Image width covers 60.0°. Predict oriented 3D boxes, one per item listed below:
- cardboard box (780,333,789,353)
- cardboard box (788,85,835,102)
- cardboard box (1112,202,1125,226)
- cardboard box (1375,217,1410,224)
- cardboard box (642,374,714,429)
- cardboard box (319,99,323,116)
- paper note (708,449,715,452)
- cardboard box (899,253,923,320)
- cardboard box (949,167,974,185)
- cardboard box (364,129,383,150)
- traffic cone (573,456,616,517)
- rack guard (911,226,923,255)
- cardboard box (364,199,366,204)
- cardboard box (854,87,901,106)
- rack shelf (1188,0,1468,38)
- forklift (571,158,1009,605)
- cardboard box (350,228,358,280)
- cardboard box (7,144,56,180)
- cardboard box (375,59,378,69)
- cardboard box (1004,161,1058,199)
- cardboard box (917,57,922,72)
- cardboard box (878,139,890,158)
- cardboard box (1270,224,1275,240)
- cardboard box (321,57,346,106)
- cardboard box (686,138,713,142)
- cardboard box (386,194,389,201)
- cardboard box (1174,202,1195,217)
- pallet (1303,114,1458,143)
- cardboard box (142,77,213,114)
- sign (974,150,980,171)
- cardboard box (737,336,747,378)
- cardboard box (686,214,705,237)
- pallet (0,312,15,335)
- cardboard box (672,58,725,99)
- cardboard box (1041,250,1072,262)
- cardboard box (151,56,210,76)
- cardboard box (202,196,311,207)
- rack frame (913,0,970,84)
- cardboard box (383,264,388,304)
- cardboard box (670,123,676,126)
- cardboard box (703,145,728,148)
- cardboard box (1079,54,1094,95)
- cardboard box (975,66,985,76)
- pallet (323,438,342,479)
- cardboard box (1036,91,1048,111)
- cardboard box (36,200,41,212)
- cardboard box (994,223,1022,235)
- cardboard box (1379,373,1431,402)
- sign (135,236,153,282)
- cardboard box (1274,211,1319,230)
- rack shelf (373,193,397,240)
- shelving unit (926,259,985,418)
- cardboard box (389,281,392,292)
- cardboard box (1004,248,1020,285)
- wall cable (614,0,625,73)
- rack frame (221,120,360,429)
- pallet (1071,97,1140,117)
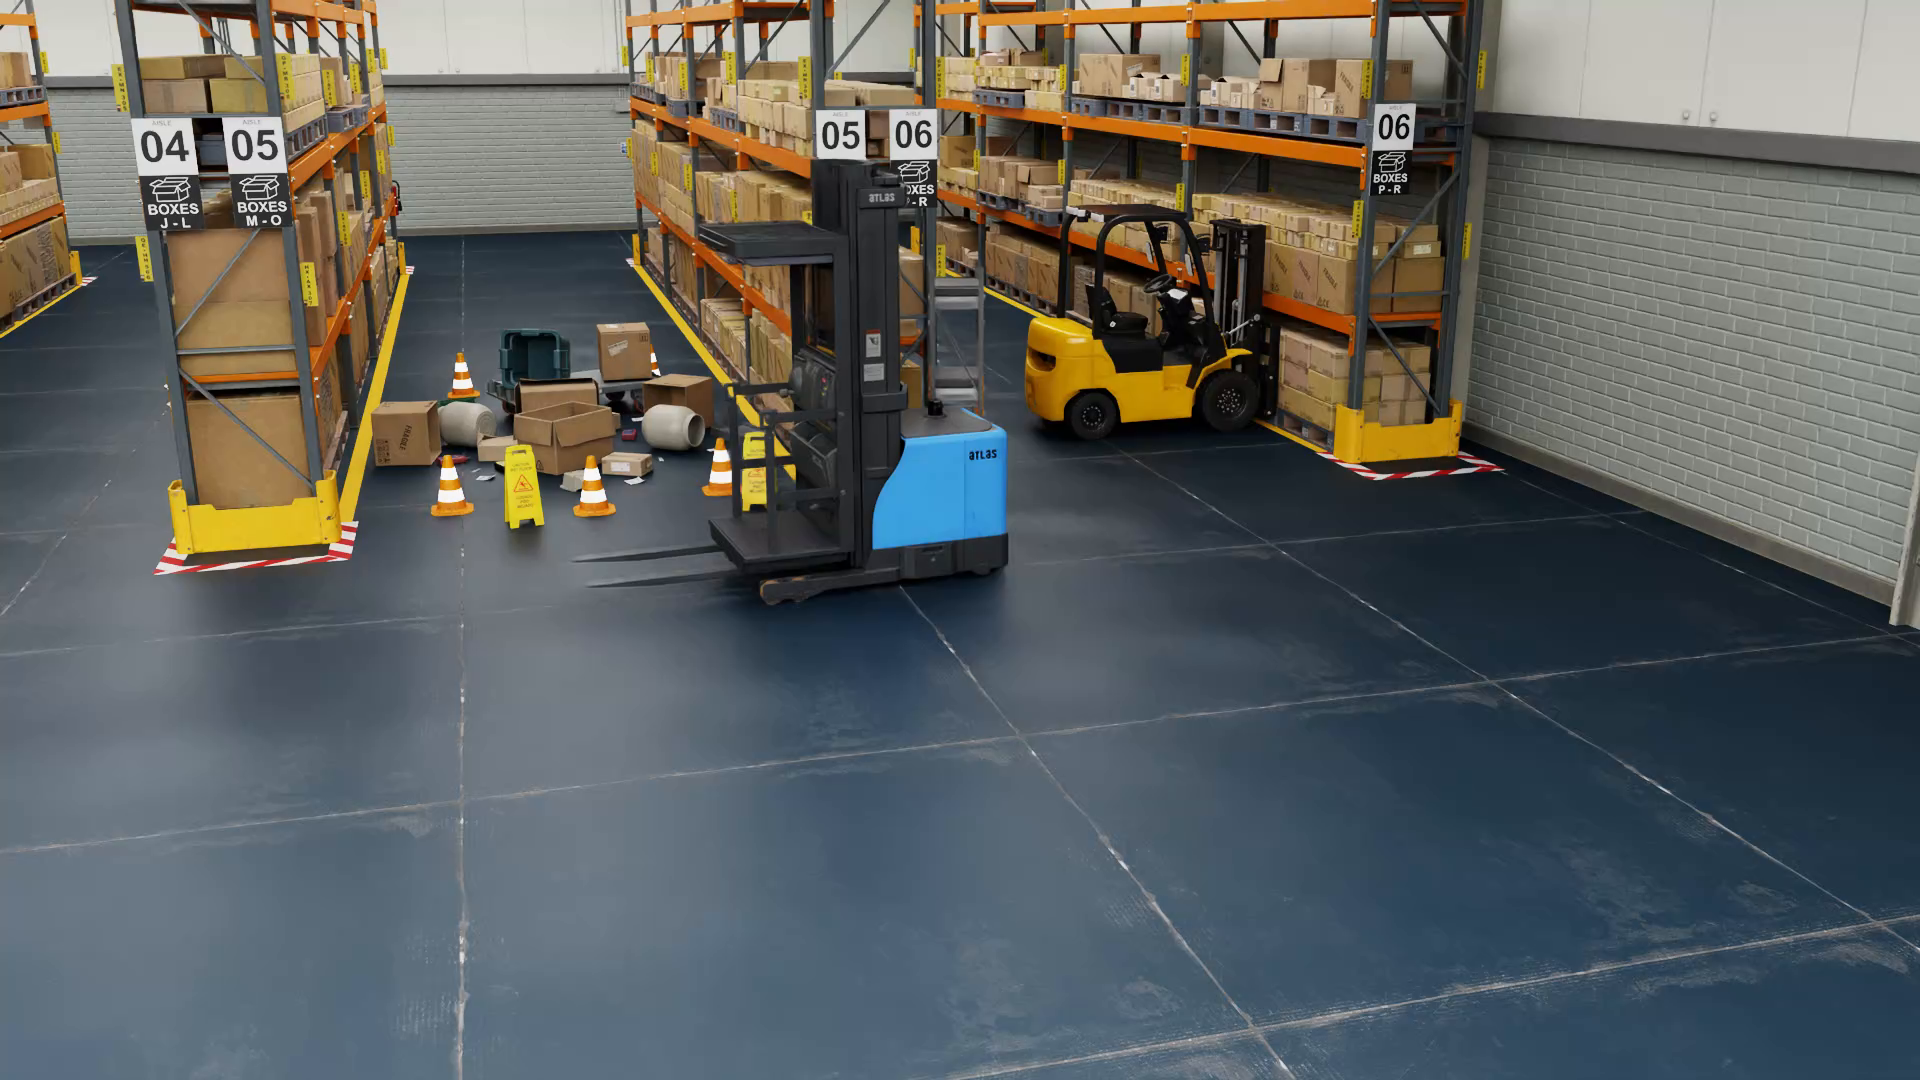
[{"bbox_3d":[-1.464,-1.838,15.474,0.380,0.149,0.250,-4,17,-13],"label":"cardboard box"},{"bbox_3d":[-1.317,-3.972,14.798,0.380,0.149,0.250,-5,17,-17],"label":"cardboard box"},{"bbox_3d":[2.197,-4.051,20.616,0.500,0.250,0.500,-4,17,-14],"label":"cardboard box"},{"bbox_3d":[4.068,-2.995,15.889,0.380,0.149,0.250,-4,17,-14],"label":"cardboard box"},{"bbox_3d":[-2.804,-1.350,16.573,0.500,0.500,0.500,7,18,23],"label":"cardboard box"},{"bbox_3d":[-6.045,-3.951,15.209,0.380,0.149,0.250,-4,17,-14],"label":"cardboard box"},{"bbox_3d":[-2.307,-0.860,15.763,0.142,0.019,0.148,-12,20,-34],"label":"paper note"},{"bbox_3d":[-0.555,-2.187,14.327,0.500,0.500,0.500,-5,17,-16],"label":"cardboard box"},{"bbox_3d":[0.132,-6.025,27.539,0.500,0.250,0.500,-5,17,-16],"label":"cardboard box"},{"bbox_3d":[-8.876,-5.841,24.753,0.500,0.500,0.500,-4,17,-14],"label":"cardboard box"},{"bbox_3d":[-3.023,-0.464,13.691,0.336,0.463,0.334,-5,17,-15],"label":"traffic cone"},{"bbox_3d":[-0.296,-5.444,30.208,1.175,0.500,0.348,-5,17,-15],"label":"rack guard"},{"bbox_3d":[-8.056,-4.508,21.935,0.380,0.149,0.250,-5,17,-15],"label":"cardboard box"},{"bbox_3d":[-0.677,-3.725,13.974,0.380,0.149,0.250,-5,17,-15],"label":"cardboard box"},{"bbox_3d":[3.531,-5.127,16.324,1.077,0.370,4.000,-5,17,-15],"label":"rack shelf"},{"bbox_3d":[-1.217,-1.129,11.617,3.031,2.935,1.130,-6,18,-21],"label":"forklift"},{"bbox_3d":[-6.682,-3.023,17.629,0.500,0.500,0.500,-5,17,-16],"label":"cardboard box"},{"bbox_3d":[-14.230,-5.801,25.492,0.500,0.500,0.500,-4,17,-15],"label":"cardboard box"},{"bbox_3d":[-9.224,-7.365,25.741,0.380,0.149,0.250,-4,17,-14],"label":"cardboard box"},{"bbox_3d":[1.058,-5.293,24.456,0.700,0.500,0.500,-5,17,-16],"label":"cardboard box"},{"bbox_3d":[-0.436,-8.267,28.919,0.500,0.250,0.500,-5,17,-16],"label":"cardboard box"},{"bbox_3d":[-0.470,-3.277,13.870,0.380,0.149,0.250,-5,17,-15],"label":"cardboard box"},{"bbox_3d":[3.358,-3.098,16.751,0.380,0.149,0.250,-5,17,-16],"label":"cardboard box"},{"bbox_3d":[-6.874,-4.912,17.798,0.500,0.500,0.500,-5,17,-15],"label":"cardboard box"},{"bbox_3d":[-3.887,-5.840,25.269,0.500,0.500,0.500,-5,17,-15],"label":"cardboard box"},{"bbox_3d":[-9.250,-5.453,26.328,0.380,0.149,0.250,-4,17,-14],"label":"cardboard box"},{"bbox_3d":[2.674,-3.779,19.017,0.380,0.149,0.250,-4,17,-13],"label":"cardboard box"},{"bbox_3d":[3.911,-3.829,15.424,1.003,0.211,1.213,-5,17,-15],"label":"pallet"},{"bbox_3d":[-5.826,-3.294,12.329,0.500,0.250,0.500,-4,17,-15],"label":"cardboard box"},{"bbox_3d":[0.263,-5.926,25.961,0.100,0.325,0.005,-5,17,-15],"label":"sign"},{"bbox_3d":[-1.937,-2.037,18.358,0.950,0.372,0.625,-4,17,-15],"label":"cardboard box"},{"bbox_3d":[-3.278,-4.104,21.661,0.500,0.250,0.500,-5,18,-17],"label":"cardboard box"},{"bbox_3d":[-13.233,-2.836,22.027,1.003,0.211,1.213,-5,17,-15],"label":"pallet"},{"bbox_3d":[-3.344,-6.001,21.597,0.700,0.500,0.500,-6,18,-18],"label":"cardboard box"},{"bbox_3d":[1.368,-4.030,23.643,0.380,0.149,0.250,-5,18,-17],"label":"cardboard box"},{"bbox_3d":[-6.119,-3.718,13.050,0.380,0.149,0.250,-5,17,-15],"label":"cardboard box"},{"bbox_3d":[-6.175,-2.712,14.627,0.875,0.550,0.550,-5,17,-15],"label":"cardboard box"},{"bbox_3d":[-0.317,-9.536,29.055,1.000,3.000,0.127,-5,17,-15],"label":"rack frame"},{"bbox_3d":[-8.275,-3.563,23.213,0.500,0.500,0.500,-5,17,-16],"label":"cardboard box"},{"bbox_3d":[-4.519,-6.739,27.134,0.380,0.149,0.250,-5,17,-16],"label":"cardboard box"},{"bbox_3d":[-3.355,-5.301,23.475,0.500,0.500,0.500,-4,17,-14],"label":"cardboard box"},{"bbox_3d":[1.847,-5.964,21.300,0.500,0.500,0.500,-5,17,-15],"label":"cardboard box"},{"bbox_3d":[0.443,-7.147,25.332,0.380,0.149,0.250,-4,17,-14],"label":"cardboard box"},{"bbox_3d":[-6.049,-0.640,14.717,1.003,0.211,1.213,-5,17,-15],"label":"pallet"},{"bbox_3d":[1.369,-6.076,23.013,0.500,0.250,0.500,-5,17,-15],"label":"cardboard box"},{"bbox_3d":[-13.848,-4.939,24.616,0.380,0.149,0.250,-5,17,-15],"label":"cardboard box"},{"bbox_3d":[0.743,-4.825,25.771,0.380,0.149,0.250,-6,18,-18],"label":"cardboard box"},{"bbox_3d":[4.151,-1.507,15.936,0.500,0.250,0.500,-4,17,-14],"label":"cardboard box"},{"bbox_3d":[-5.948,-2.053,12.148,0.100,0.325,0.005,-5,17,-15],"label":"sign"},{"bbox_3d":[3.332,-3.165,16.458,0.380,0.149,0.250,-4,17,-14],"label":"cardboard box"},{"bbox_3d":[-9.270,-4.952,25.474,1.077,0.370,4.000,-5,17,-15],"label":"rack shelf"},{"bbox_3d":[-0.036,-1.097,12.953,0.431,2.100,0.503,-1,17,-2],"label":"shelving unit"},{"bbox_3d":[-8.512,-3.705,24.299,0.380,0.149,0.250,-5,18,-18],"label":"cardboard box"},{"bbox_3d":[0.988,-4.124,25.081,0.500,0.500,0.500,-5,17,-17],"label":"cardboard box"},{"bbox_3d":[-6.922,-10.693,32.909,0.463,3.000,0.029,-5,17,-15],"label":"wall cable"},{"bbox_3d":[-6.522,-2.531,16.162,1.000,3.000,0.127,-5,17,-15],"label":"rack frame"},{"bbox_3d":[2.154,-5.615,21.546,1.213,0.211,1.003,-4,17,-13],"label":"pallet"}]
